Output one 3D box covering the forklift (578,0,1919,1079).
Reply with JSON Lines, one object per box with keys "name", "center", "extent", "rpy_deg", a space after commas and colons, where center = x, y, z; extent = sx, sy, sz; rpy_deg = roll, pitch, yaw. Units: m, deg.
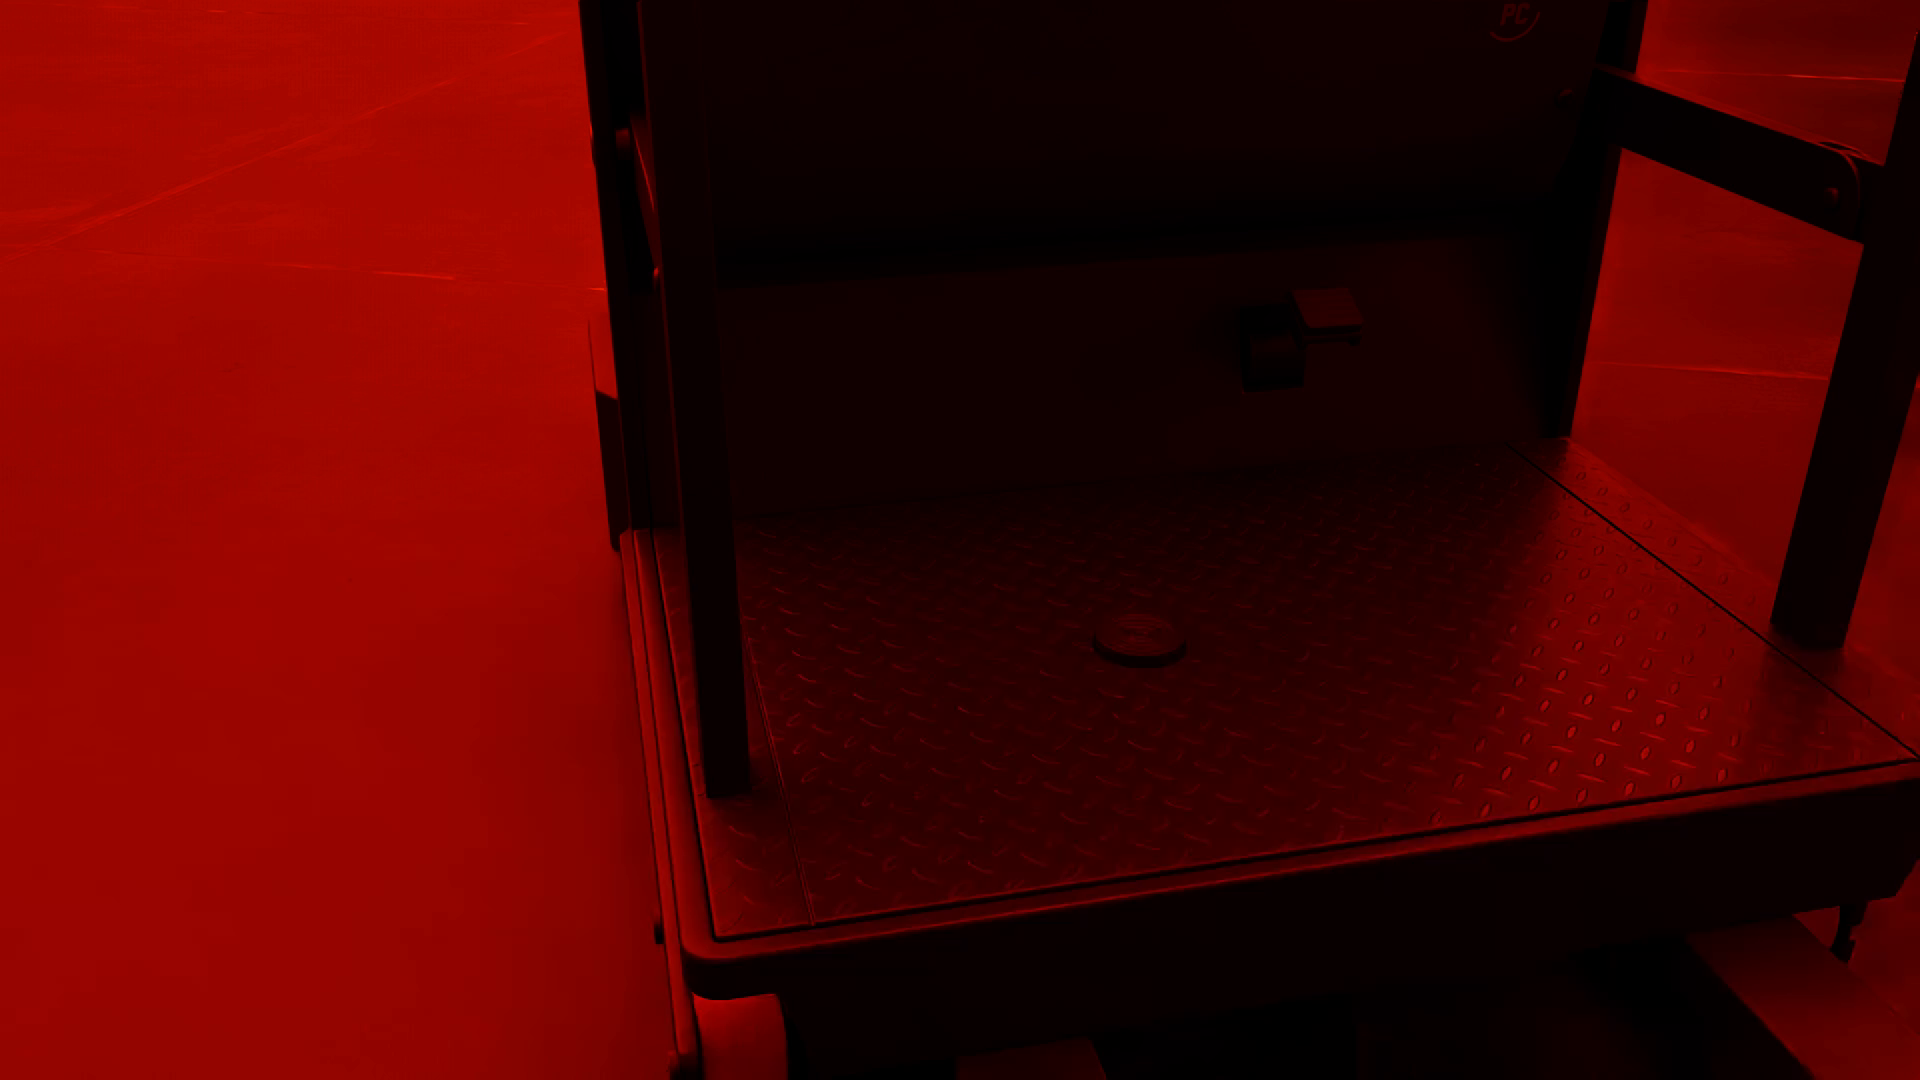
{"name": "forklift", "center": [0.233, -0.964, 1.158], "extent": [1.130, 2.935, 3.031], "rpy_deg": [-6, 27, -12]}
